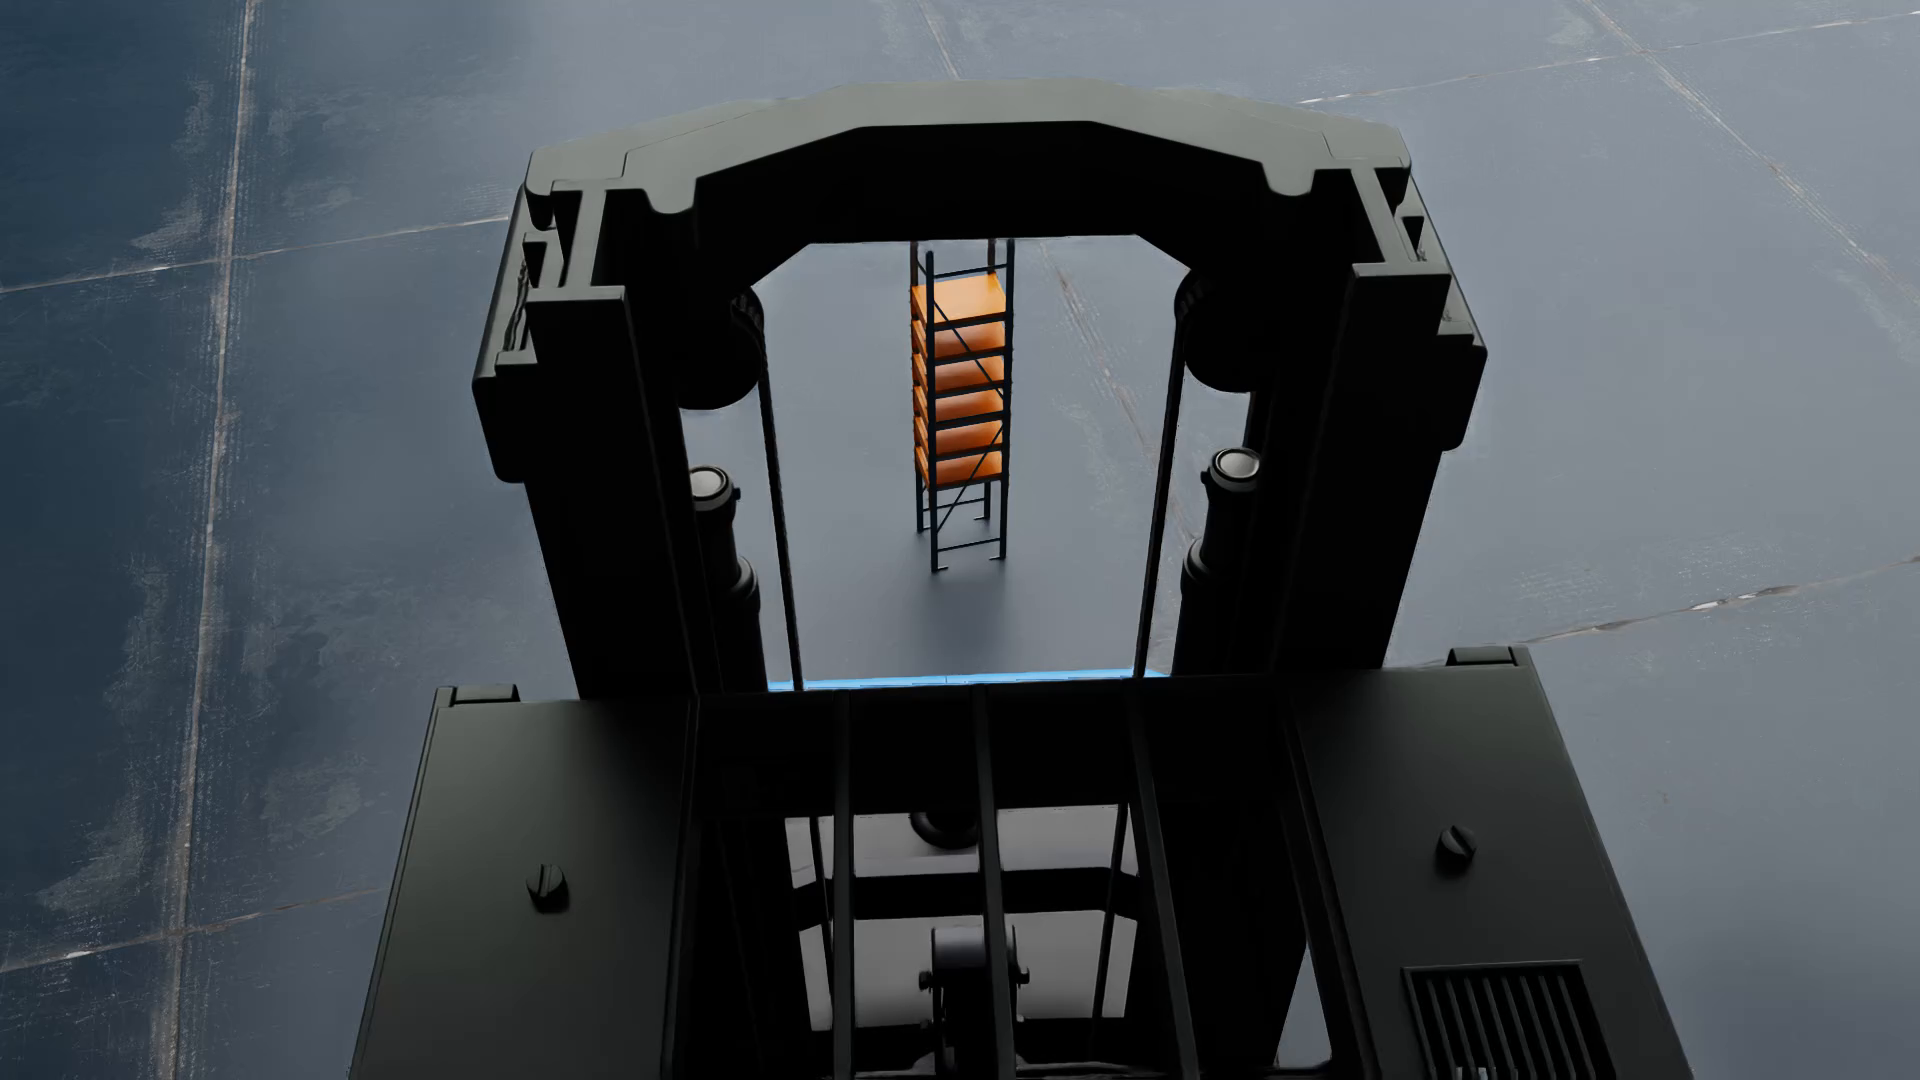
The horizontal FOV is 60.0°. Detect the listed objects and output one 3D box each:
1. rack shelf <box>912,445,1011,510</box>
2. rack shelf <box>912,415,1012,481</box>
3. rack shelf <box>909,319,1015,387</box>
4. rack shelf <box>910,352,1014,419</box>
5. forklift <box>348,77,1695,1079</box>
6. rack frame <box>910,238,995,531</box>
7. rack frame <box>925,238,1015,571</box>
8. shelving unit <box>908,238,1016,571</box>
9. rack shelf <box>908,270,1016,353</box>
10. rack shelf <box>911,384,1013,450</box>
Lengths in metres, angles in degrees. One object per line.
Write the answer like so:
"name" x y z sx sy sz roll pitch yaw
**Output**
"rack shelf" 0.004 -0.211 5.015 0.258 0.103 0.180 -11 47 -10
"rack shelf" 0.004 -0.295 4.929 0.258 0.103 0.180 -11 47 -10
"rack shelf" 0.004 -0.547 4.672 0.258 0.103 0.180 -11 47 -10
"rack shelf" 0.004 -0.463 4.758 0.258 0.103 0.180 -11 47 -10
"forklift" 0.043 1.061 2.158 1.130 2.935 3.031 -2 46 -2
"rack frame" -0.020 -0.473 4.874 0.240 1.200 0.006 -11 47 -10
"rack frame" 0.027 -0.347 4.750 0.240 1.200 0.006 -11 47 -10
"shelving unit" 0.004 -0.410 4.812 0.258 1.200 0.189 -11 47 -10
"rack shelf" 0.004 -0.631 4.586 0.258 0.103 0.180 -11 47 -10
"rack shelf" 0.004 -0.379 4.843 0.258 0.103 0.180 -11 47 -10
